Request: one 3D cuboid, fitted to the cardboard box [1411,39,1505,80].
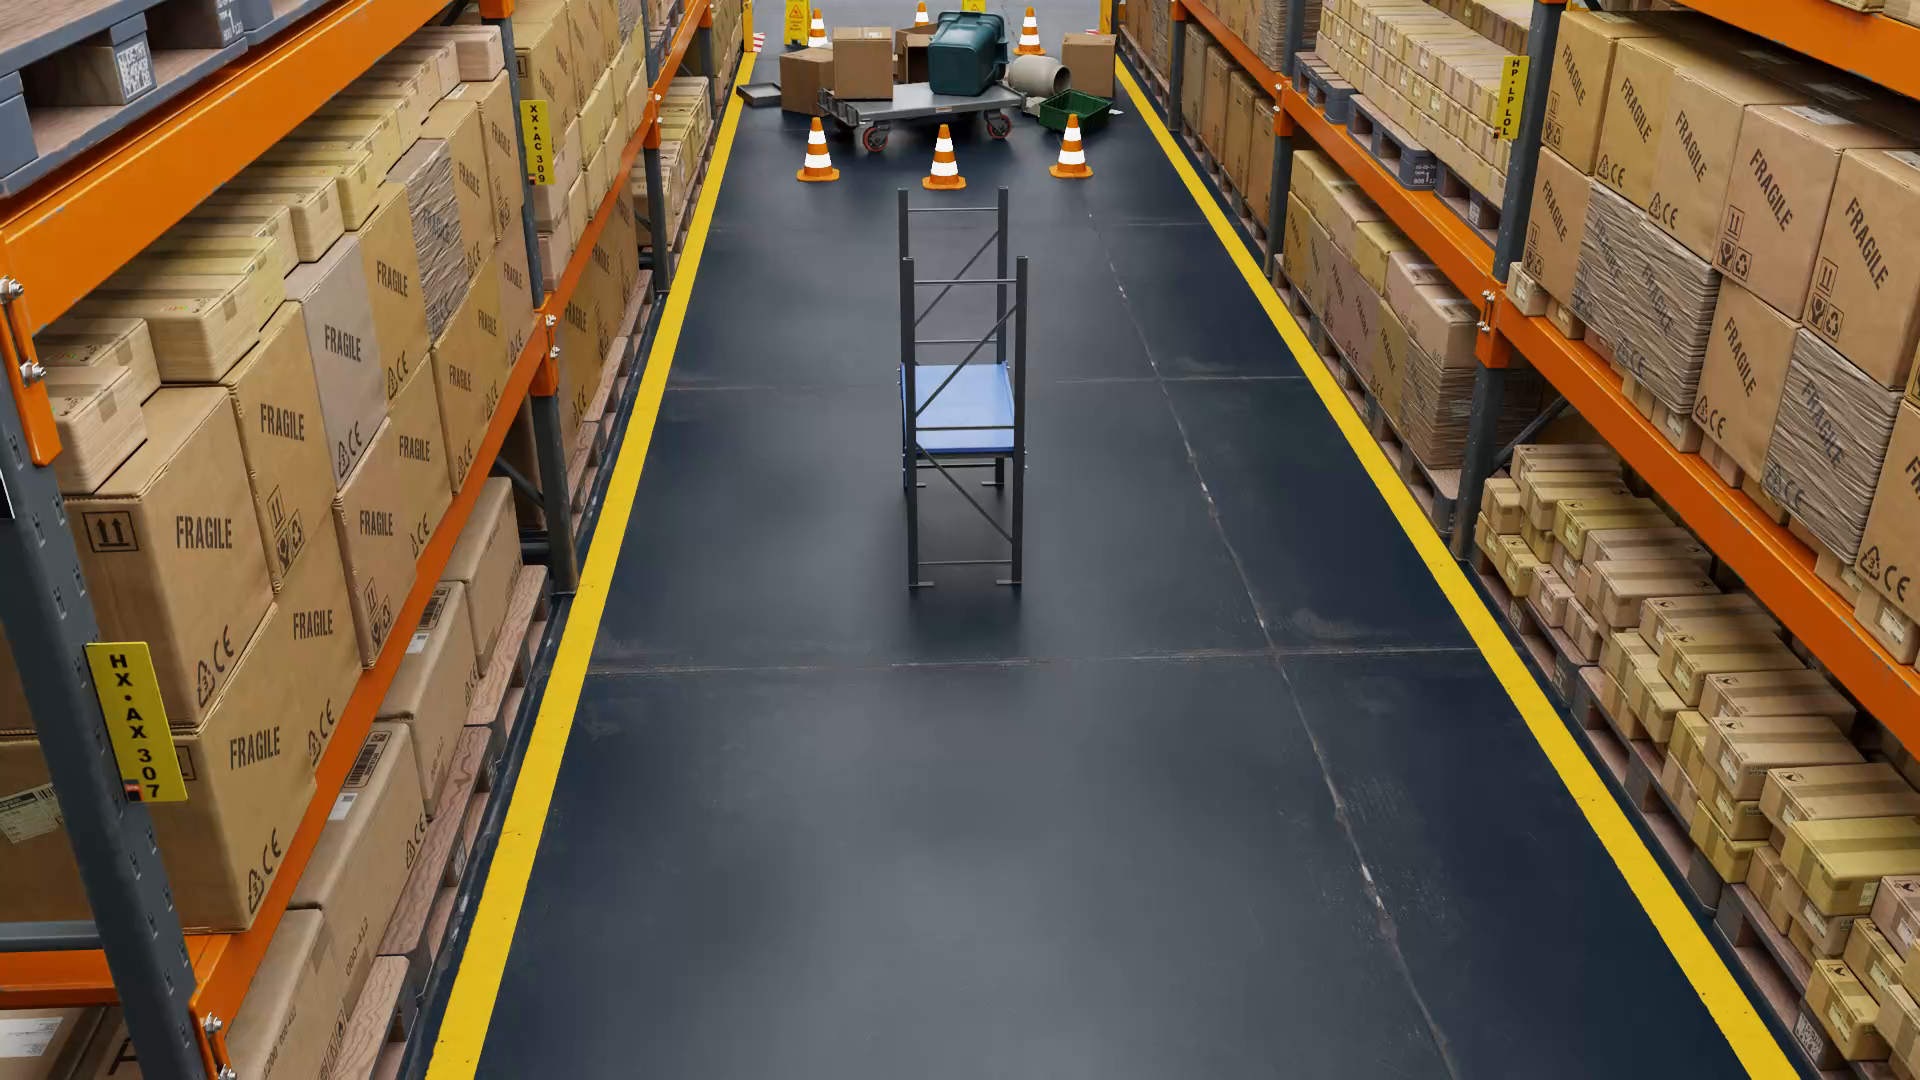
[{"bbox_3d":[2.470,-2.387,8.257,0.380,0.149,0.250,-3,28,-5],"label":"cardboard box"}]

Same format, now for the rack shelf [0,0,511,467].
[{"bbox_3d":[-2.080,-1.187,4.316,1.077,0.370,4.000,-1,28,-3],"label":"rack shelf"}]

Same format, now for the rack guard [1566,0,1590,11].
[{"bbox_3d":[7.089,-5.737,18.209,1.175,0.500,0.348,-1,28,-3],"label":"rack guard"}]

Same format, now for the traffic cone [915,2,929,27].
[{"bbox_3d":[-0.410,-5.533,17.858,0.336,0.463,0.334,-1,28,-3],"label":"traffic cone"}]

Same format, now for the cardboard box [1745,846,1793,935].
[{"bbox_3d":[2.658,1.067,5.089,0.380,0.149,0.250,-1,28,-2],"label":"cardboard box"}]

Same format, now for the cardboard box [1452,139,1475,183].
[{"bbox_3d":[2.509,-1.754,7.687,0.380,0.149,0.250,-1,28,-3],"label":"cardboard box"}]

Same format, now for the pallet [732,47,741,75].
[{"bbox_3d":[-2.800,-4.994,17.096,1.003,0.211,1.213,-1,28,-3],"label":"pallet"}]

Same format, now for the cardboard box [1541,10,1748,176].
[{"bbox_3d":[2.533,-1.671,6.199,0.500,0.500,0.500,-1,28,-1],"label":"cardboard box"}]

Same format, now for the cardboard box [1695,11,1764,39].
[{"bbox_3d":[3.048,-1.675,6.206,0.500,0.500,0.500,-2,28,-4],"label":"cardboard box"}]

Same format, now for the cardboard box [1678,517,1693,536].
[{"bbox_3d":[3.105,-0.062,6.610,0.380,0.149,0.250,-2,28,-3],"label":"cardboard box"}]

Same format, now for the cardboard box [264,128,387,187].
[{"bbox_3d":[-1.819,-1.035,4.600,0.380,0.149,0.250,-1,28,-3],"label":"cardboard box"}]

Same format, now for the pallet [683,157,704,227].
[{"bbox_3d":[-2.494,-2.633,12.571,1.003,0.211,1.213,-1,28,-3],"label":"pallet"}]

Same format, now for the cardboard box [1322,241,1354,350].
[{"bbox_3d":[2.388,-1.389,9.418,0.500,0.500,0.500,-2,28,-4],"label":"cardboard box"}]

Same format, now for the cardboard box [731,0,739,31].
[{"bbox_3d":[-2.479,-5.336,16.446,0.500,0.500,0.500,0,28,-1],"label":"cardboard box"}]

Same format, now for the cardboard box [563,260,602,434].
[{"bbox_3d":[-2.352,-1.045,8.353,0.875,0.875,0.875,-1,28,-1],"label":"cardboard box"}]

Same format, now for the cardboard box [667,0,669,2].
[{"bbox_3d":[-2.261,-3.924,11.847,0.380,0.149,0.250,-1,28,-1],"label":"cardboard box"}]

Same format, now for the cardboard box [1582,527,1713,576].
[{"bbox_3d":[2.618,0.077,6.345,0.380,0.149,0.250,-2,28,-4],"label":"cardboard box"}]

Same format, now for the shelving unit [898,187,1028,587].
[{"bbox_3d":[-0.004,-0.704,7.479,0.538,1.500,1.048,-1,28,-3],"label":"shelving unit"}]

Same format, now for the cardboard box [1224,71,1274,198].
[{"bbox_3d":[2.553,-2.989,12.215,1.050,0.750,0.750,-1,28,-2],"label":"cardboard box"}]

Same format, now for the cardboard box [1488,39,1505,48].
[{"bbox_3d":[3.080,-2.627,9.039,0.380,0.149,0.250,-2,28,-3],"label":"cardboard box"}]

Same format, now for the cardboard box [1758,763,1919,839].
[{"bbox_3d":[2.635,0.802,4.954,0.380,0.149,0.250,-2,28,-5],"label":"cardboard box"}]

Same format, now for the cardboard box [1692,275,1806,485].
[{"bbox_3d":[2.608,-0.498,5.032,0.500,0.500,0.500,0,28,0],"label":"cardboard box"}]

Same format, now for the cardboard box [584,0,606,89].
[{"bbox_3d":[-2.032,-2.502,8.114,0.500,0.500,0.500,-2,28,-3],"label":"cardboard box"}]

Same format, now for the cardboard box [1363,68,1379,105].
[{"bbox_3d":[2.426,-2.480,9.079,0.380,0.149,0.250,-1,28,-1],"label":"cardboard box"}]

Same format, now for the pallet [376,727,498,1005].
[{"bbox_3d":[-2.157,1.055,5.499,1.003,0.211,1.213,-1,28,-3],"label":"pallet"}]

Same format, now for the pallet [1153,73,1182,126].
[{"bbox_3d":[2.374,-4.077,15.338,1.003,0.211,1.213,-1,28,-3],"label":"pallet"}]

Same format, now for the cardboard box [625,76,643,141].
[{"bbox_3d":[-2.066,-2.417,9.303,0.500,0.250,0.500,-1,28,-2],"label":"cardboard box"}]

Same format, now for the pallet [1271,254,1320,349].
[{"bbox_3d":[2.584,-1.516,10.428,1.003,0.211,1.213,-1,28,-3],"label":"pallet"}]

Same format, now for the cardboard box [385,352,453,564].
[{"bbox_3d":[-1.820,-0.224,4.828,0.500,0.500,0.500,0,28,-1],"label":"cardboard box"}]

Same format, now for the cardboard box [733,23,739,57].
[{"bbox_3d":[-2.481,-5.002,16.616,0.500,0.250,0.500,-1,28,-2],"label":"cardboard box"}]

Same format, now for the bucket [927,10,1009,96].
[{"bbox_3d":[0.026,-4.190,14.436,0.726,0.611,0.620,8,39,15],"label":"bucket"}]

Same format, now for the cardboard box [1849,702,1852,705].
[{"bbox_3d":[3.059,0.550,5.759,0.380,0.149,0.250,0,28,0],"label":"cardboard box"}]

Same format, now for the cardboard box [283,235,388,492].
[{"bbox_3d":[-1.785,-0.444,4.169,0.500,0.500,0.500,-2,28,-3],"label":"cardboard box"}]

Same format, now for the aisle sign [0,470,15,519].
[{"bbox_3d":[-1.683,-0.379,2.421,0.394,0.787,0.004,-1,28,-3],"label":"aisle sign"}]

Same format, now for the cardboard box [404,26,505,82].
[{"bbox_3d":[-1.851,-1.740,5.952,0.380,0.149,0.250,-2,28,-4],"label":"cardboard box"}]

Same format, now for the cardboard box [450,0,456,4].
[{"bbox_3d":[-2.500,-2.261,7.652,0.500,0.500,0.500,-1,28,-1],"label":"cardboard box"}]

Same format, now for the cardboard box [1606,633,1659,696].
[{"bbox_3d":[2.556,0.452,5.946,0.380,0.149,0.250,-2,28,-3],"label":"cardboard box"}]

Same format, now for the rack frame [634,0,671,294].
[{"bbox_3d":[-2.394,-2.947,10.156,1.000,3.000,0.127,-1,28,-3],"label":"rack frame"}]

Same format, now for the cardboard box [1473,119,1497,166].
[{"bbox_3d":[2.520,-1.773,7.402,0.380,0.149,0.250,-1,28,-2],"label":"cardboard box"}]

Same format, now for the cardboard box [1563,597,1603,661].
[{"bbox_3d":[2.593,0.341,6.482,0.380,0.149,0.250,-2,28,-4],"label":"cardboard box"}]

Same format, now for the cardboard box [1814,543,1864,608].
[{"bbox_3d":[2.638,0.078,4.628,0.380,0.149,0.250,-3,28,-5],"label":"cardboard box"}]

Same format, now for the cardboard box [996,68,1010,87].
[{"bbox_3d":[0.406,-4.497,16.085,0.396,0.266,0.258,3,28,6],"label":"cardboard box"}]

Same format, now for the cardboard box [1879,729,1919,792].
[{"bbox_3d":[3.154,0.661,5.225,0.380,0.149,0.250,0,28,-1],"label":"cardboard box"}]

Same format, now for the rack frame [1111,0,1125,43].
[{"bbox_3d":[2.127,-6.807,17.558,1.000,3.000,0.127,-1,28,-3],"label":"rack frame"}]

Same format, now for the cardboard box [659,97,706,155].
[{"bbox_3d":[-2.532,-3.241,13.108,0.950,0.372,0.625,0,28,1],"label":"cardboard box"}]

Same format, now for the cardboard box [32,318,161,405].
[{"bbox_3d":[-1.803,-0.317,3.224,0.380,0.149,0.250,-1,28,-1],"label":"cardboard box"}]

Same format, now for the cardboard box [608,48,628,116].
[{"bbox_3d":[-2.037,-2.412,8.752,0.500,0.250,0.500,-2,28,-4],"label":"cardboard box"}]

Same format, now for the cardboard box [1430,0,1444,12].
[{"bbox_3d":[3.028,-3.236,9.885,0.380,0.149,0.250,-2,28,-5],"label":"cardboard box"}]

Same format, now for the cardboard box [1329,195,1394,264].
[{"bbox_3d":[2.378,-1.736,9.273,0.500,0.250,0.500,-1,28,-2],"label":"cardboard box"}]

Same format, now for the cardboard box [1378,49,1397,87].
[{"bbox_3d":[2.438,-2.497,8.789,0.380,0.149,0.250,-2,28,-3],"label":"cardboard box"}]

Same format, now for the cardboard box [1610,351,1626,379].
[{"bbox_3d":[2.604,-0.651,6.025,0.380,0.149,0.250,-3,28,-5],"label":"cardboard box"}]

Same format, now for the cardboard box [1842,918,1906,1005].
[{"bbox_3d":[2.690,1.169,4.573,0.380,0.149,0.250,-2,28,-4],"label":"cardboard box"}]

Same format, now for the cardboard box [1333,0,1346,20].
[{"bbox_3d":[2.392,-3.109,9.642,0.380,0.149,0.250,-2,28,-4],"label":"cardboard box"}]

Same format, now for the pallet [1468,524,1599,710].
[{"bbox_3d":[2.824,0.280,6.985,1.003,0.211,1.213,-1,28,-3],"label":"pallet"}]

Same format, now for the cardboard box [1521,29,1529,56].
[{"bbox_3d":[3.106,-2.519,8.510,0.380,0.149,0.250,-1,28,-1],"label":"cardboard box"}]

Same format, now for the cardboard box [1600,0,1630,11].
[{"bbox_3d":[7.101,-5.670,17.626,0.500,0.500,0.500,4,28,7],"label":"cardboard box"}]

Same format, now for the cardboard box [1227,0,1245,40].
[{"bbox_3d":[2.202,-3.820,11.722,0.500,0.500,0.500,-2,28,-4],"label":"cardboard box"}]
